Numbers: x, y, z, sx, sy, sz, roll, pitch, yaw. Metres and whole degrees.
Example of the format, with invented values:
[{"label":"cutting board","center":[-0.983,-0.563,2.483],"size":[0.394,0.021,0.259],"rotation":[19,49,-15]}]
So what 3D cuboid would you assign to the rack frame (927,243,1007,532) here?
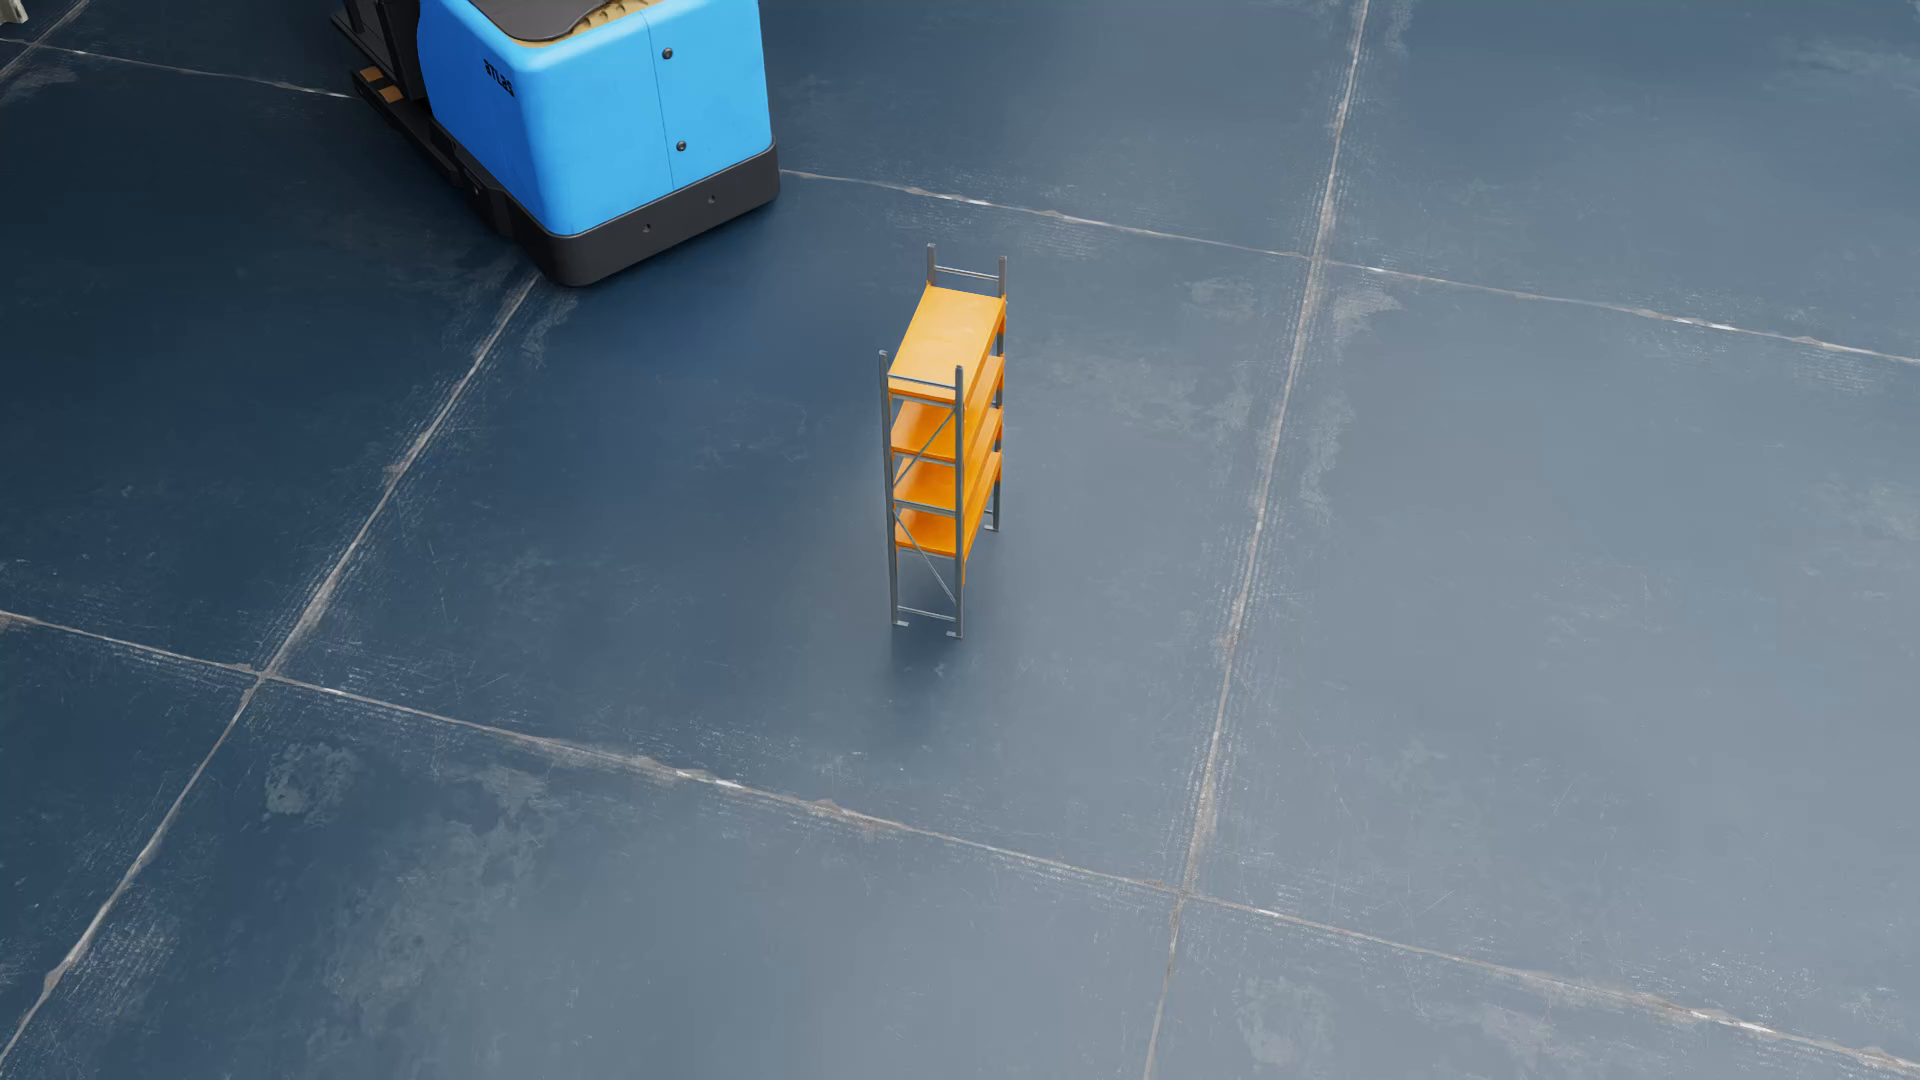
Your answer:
[{"label":"rack frame","center":[0.021,-0.454,5.350],"size":[0.240,1.200,0.015],"rotation":[12,50,10]}]

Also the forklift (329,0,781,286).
[{"label":"forklift","center":[-2.060,-3.019,6.459],"size":[1.130,2.935,3.031],"rotation":[-31,55,-24]}]

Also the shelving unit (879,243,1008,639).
[{"label":"shelving unit","center":[-0.044,-0.277,5.194],"size":[0.258,1.200,0.503],"rotation":[12,50,10]}]

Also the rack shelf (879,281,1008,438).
[{"label":"rack shelf","center":[-0.044,-0.537,4.900],"size":[0.258,0.148,0.480],"rotation":[12,50,10]}]

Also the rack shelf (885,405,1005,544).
[{"label":"rack shelf","center":[-0.044,-0.233,5.245],"size":[0.258,0.148,0.480],"rotation":[12,50,10]}]

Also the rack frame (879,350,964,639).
[{"label":"rack frame","center":[-0.108,-0.101,5.039],"size":[0.240,1.200,0.015],"rotation":[12,50,10]}]

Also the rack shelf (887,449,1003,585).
[{"label":"rack shelf","center":[-0.044,-0.101,5.394],"size":[0.258,0.148,0.480],"rotation":[12,50,10]}]

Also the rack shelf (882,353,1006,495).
[{"label":"rack shelf","center":[-0.044,-0.381,5.077],"size":[0.258,0.148,0.480],"rotation":[12,50,10]}]
